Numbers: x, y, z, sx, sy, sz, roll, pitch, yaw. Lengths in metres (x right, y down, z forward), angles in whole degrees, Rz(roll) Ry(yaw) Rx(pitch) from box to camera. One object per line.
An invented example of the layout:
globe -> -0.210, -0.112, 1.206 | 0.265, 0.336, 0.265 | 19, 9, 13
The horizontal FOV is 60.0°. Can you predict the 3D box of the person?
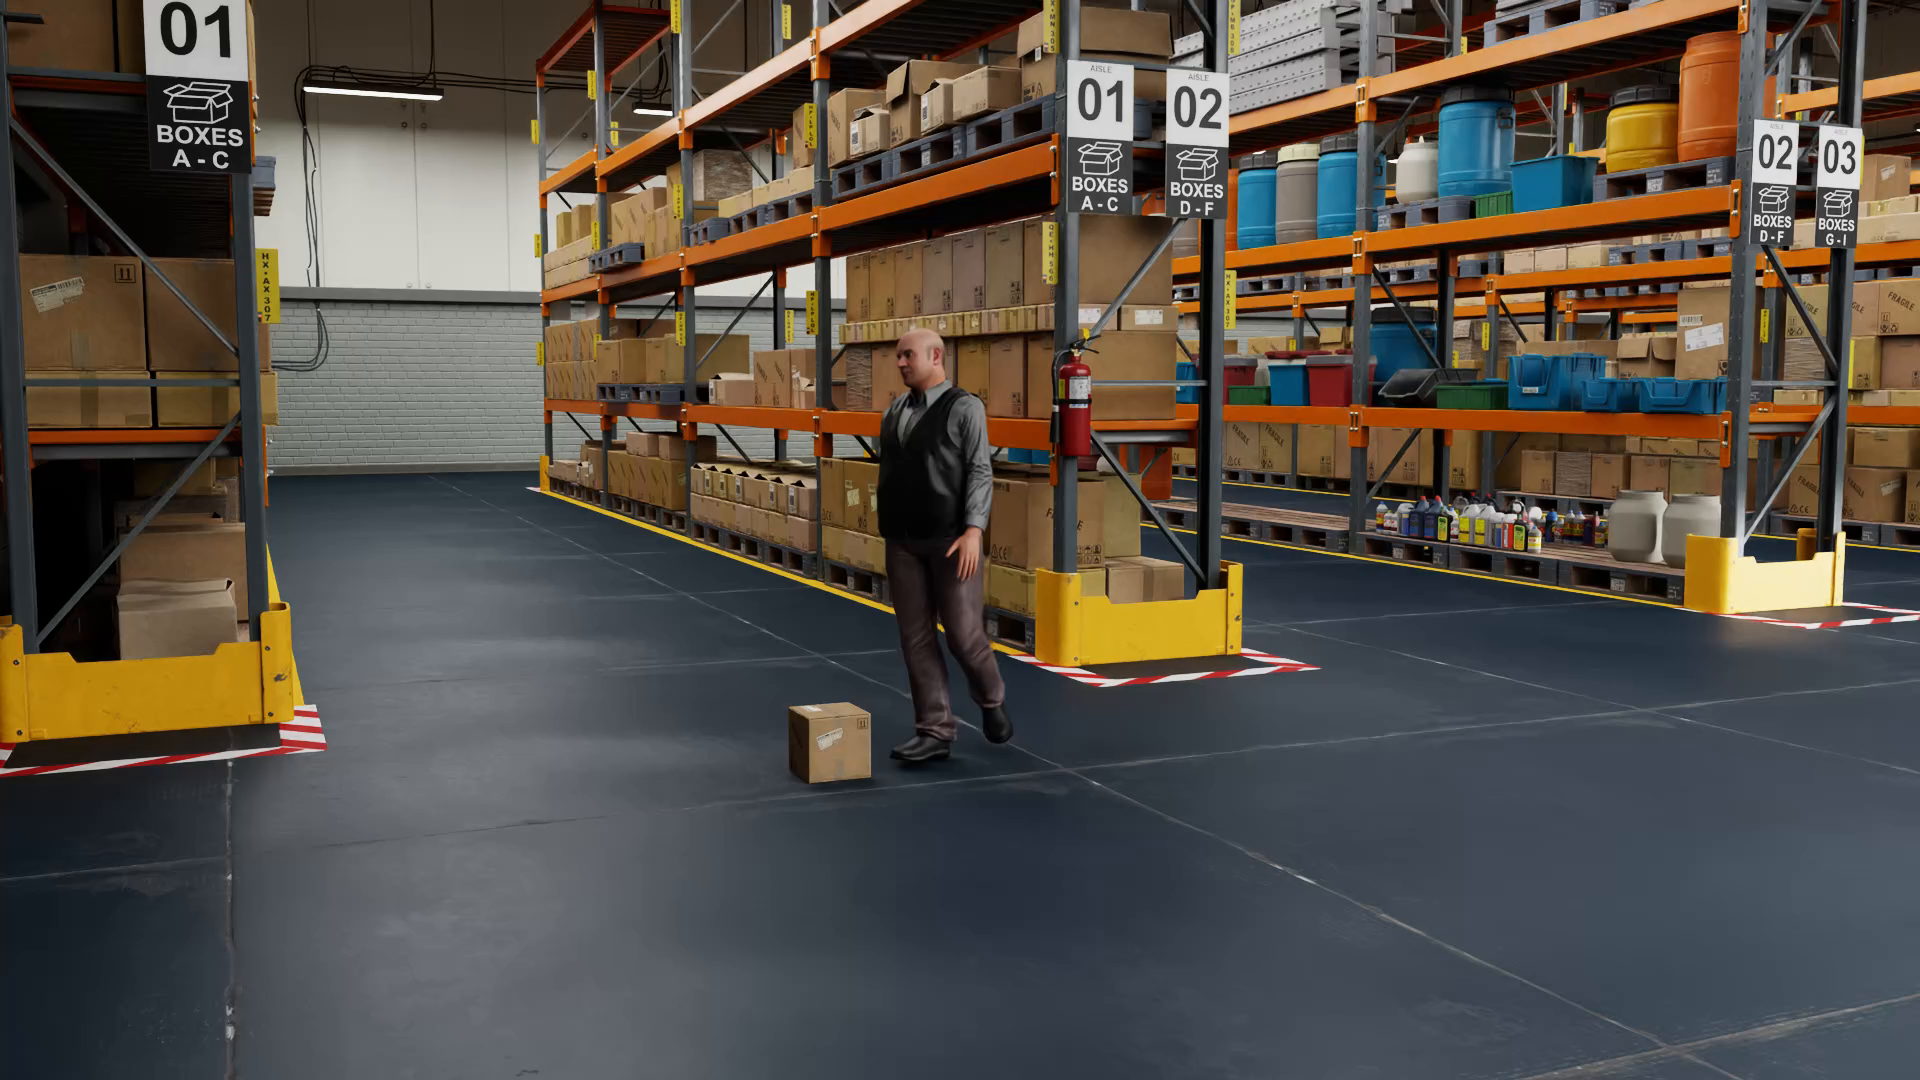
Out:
person -> -0.081, 0.057, 6.671 | 0.567, 1.622, 0.584 | 3, 6, 33
